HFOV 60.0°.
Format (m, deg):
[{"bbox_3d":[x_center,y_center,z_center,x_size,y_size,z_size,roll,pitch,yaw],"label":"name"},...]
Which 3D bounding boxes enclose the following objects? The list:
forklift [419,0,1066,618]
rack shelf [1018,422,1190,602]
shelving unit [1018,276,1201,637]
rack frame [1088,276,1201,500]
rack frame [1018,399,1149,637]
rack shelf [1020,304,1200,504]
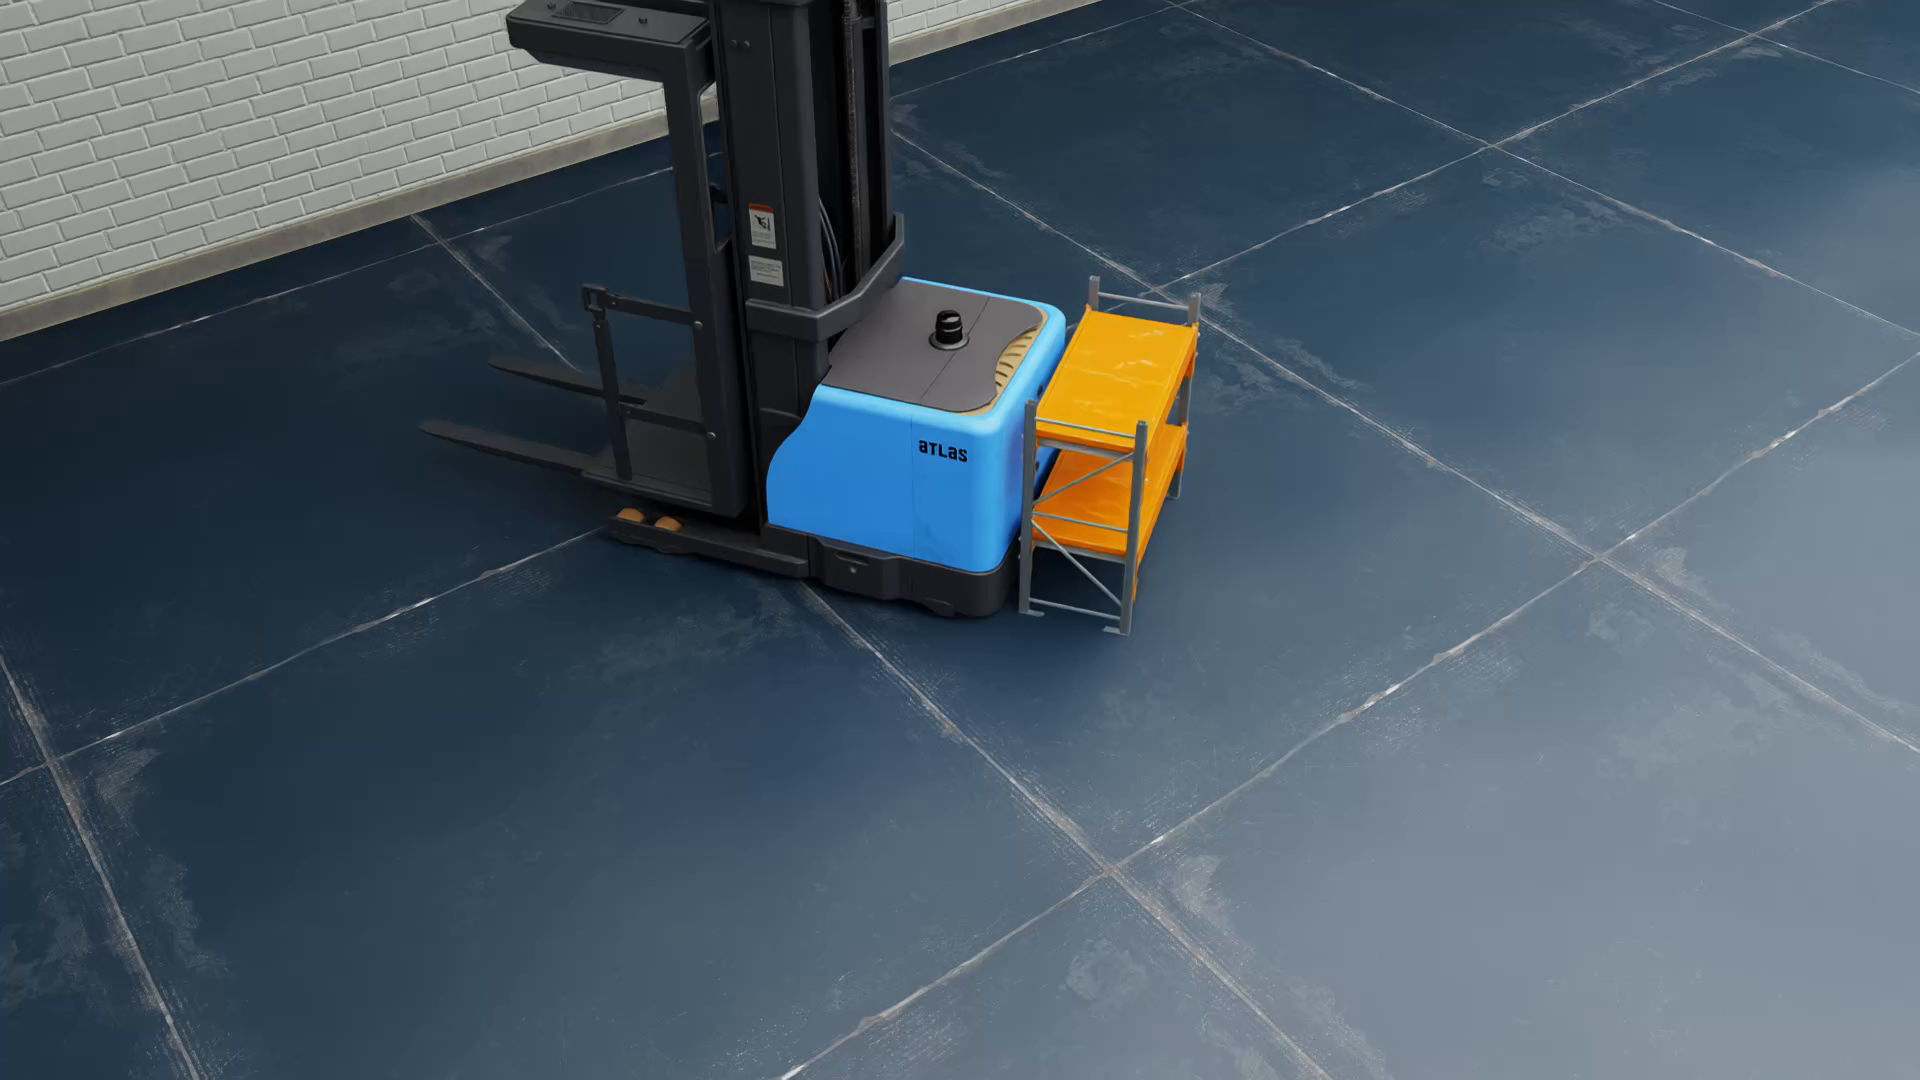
[{"bbox_3d":[-1.094,-1.370,7.110,3.031,2.935,1.130,13,41,16],"label":"forklift"},{"bbox_3d":[0.658,-0.190,7.480,0.538,0.278,1.000,12,41,14],"label":"rack shelf"},{"bbox_3d":[0.658,-0.379,7.325,0.538,1.125,1.048,12,41,14],"label":"shelving unit"},{"bbox_3d":[0.815,-0.686,7.699,0.500,1.125,0.032,12,41,14],"label":"rack frame"},{"bbox_3d":[0.501,-0.072,6.951,0.500,1.125,0.032,12,41,14],"label":"rack frame"},{"bbox_3d":[0.658,-0.605,7.139,0.538,0.278,1.000,12,41,14],"label":"rack shelf"}]
